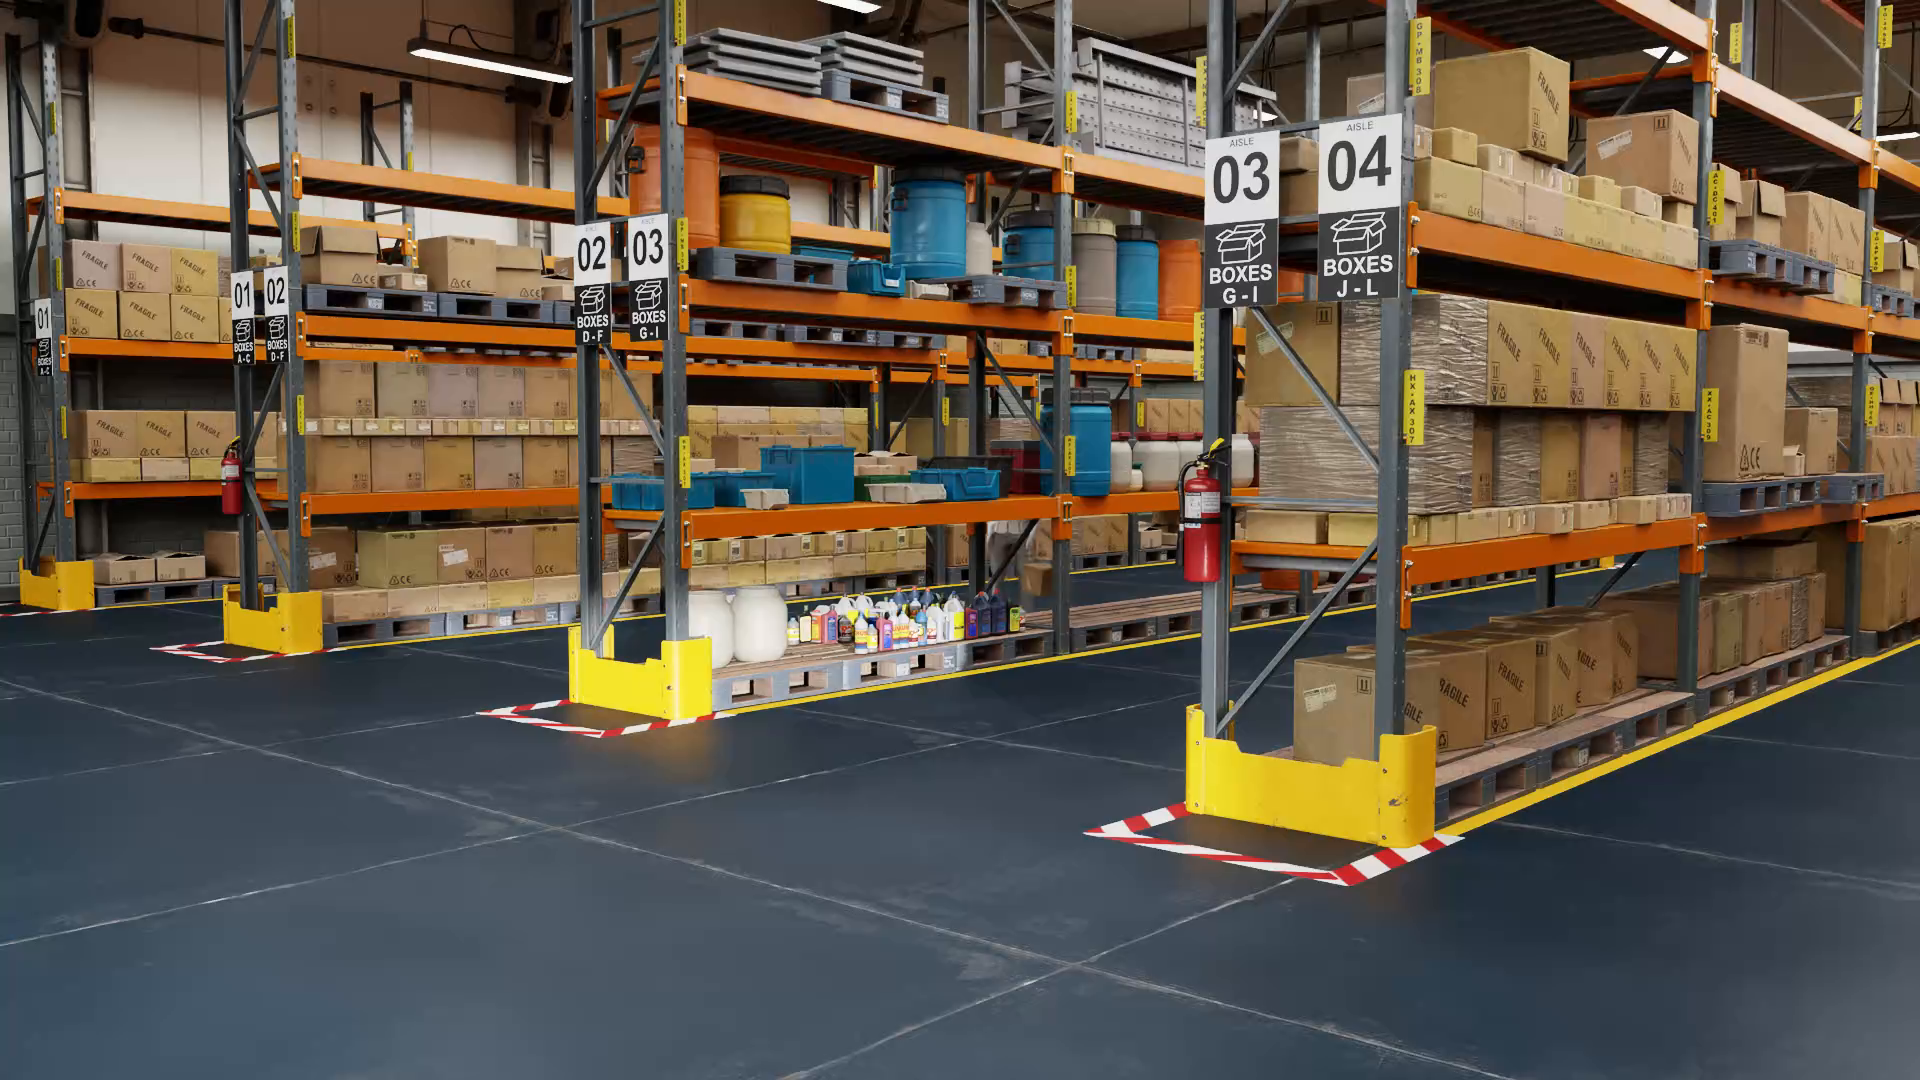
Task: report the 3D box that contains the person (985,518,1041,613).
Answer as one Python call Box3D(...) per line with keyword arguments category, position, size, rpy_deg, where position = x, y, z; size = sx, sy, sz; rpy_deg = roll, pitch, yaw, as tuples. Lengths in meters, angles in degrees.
Box3D(category="person", position=(0.479, -0.015, 15.184), size=(0.515, 1.694, 0.481), rpy_deg=(1, 4, 21))
